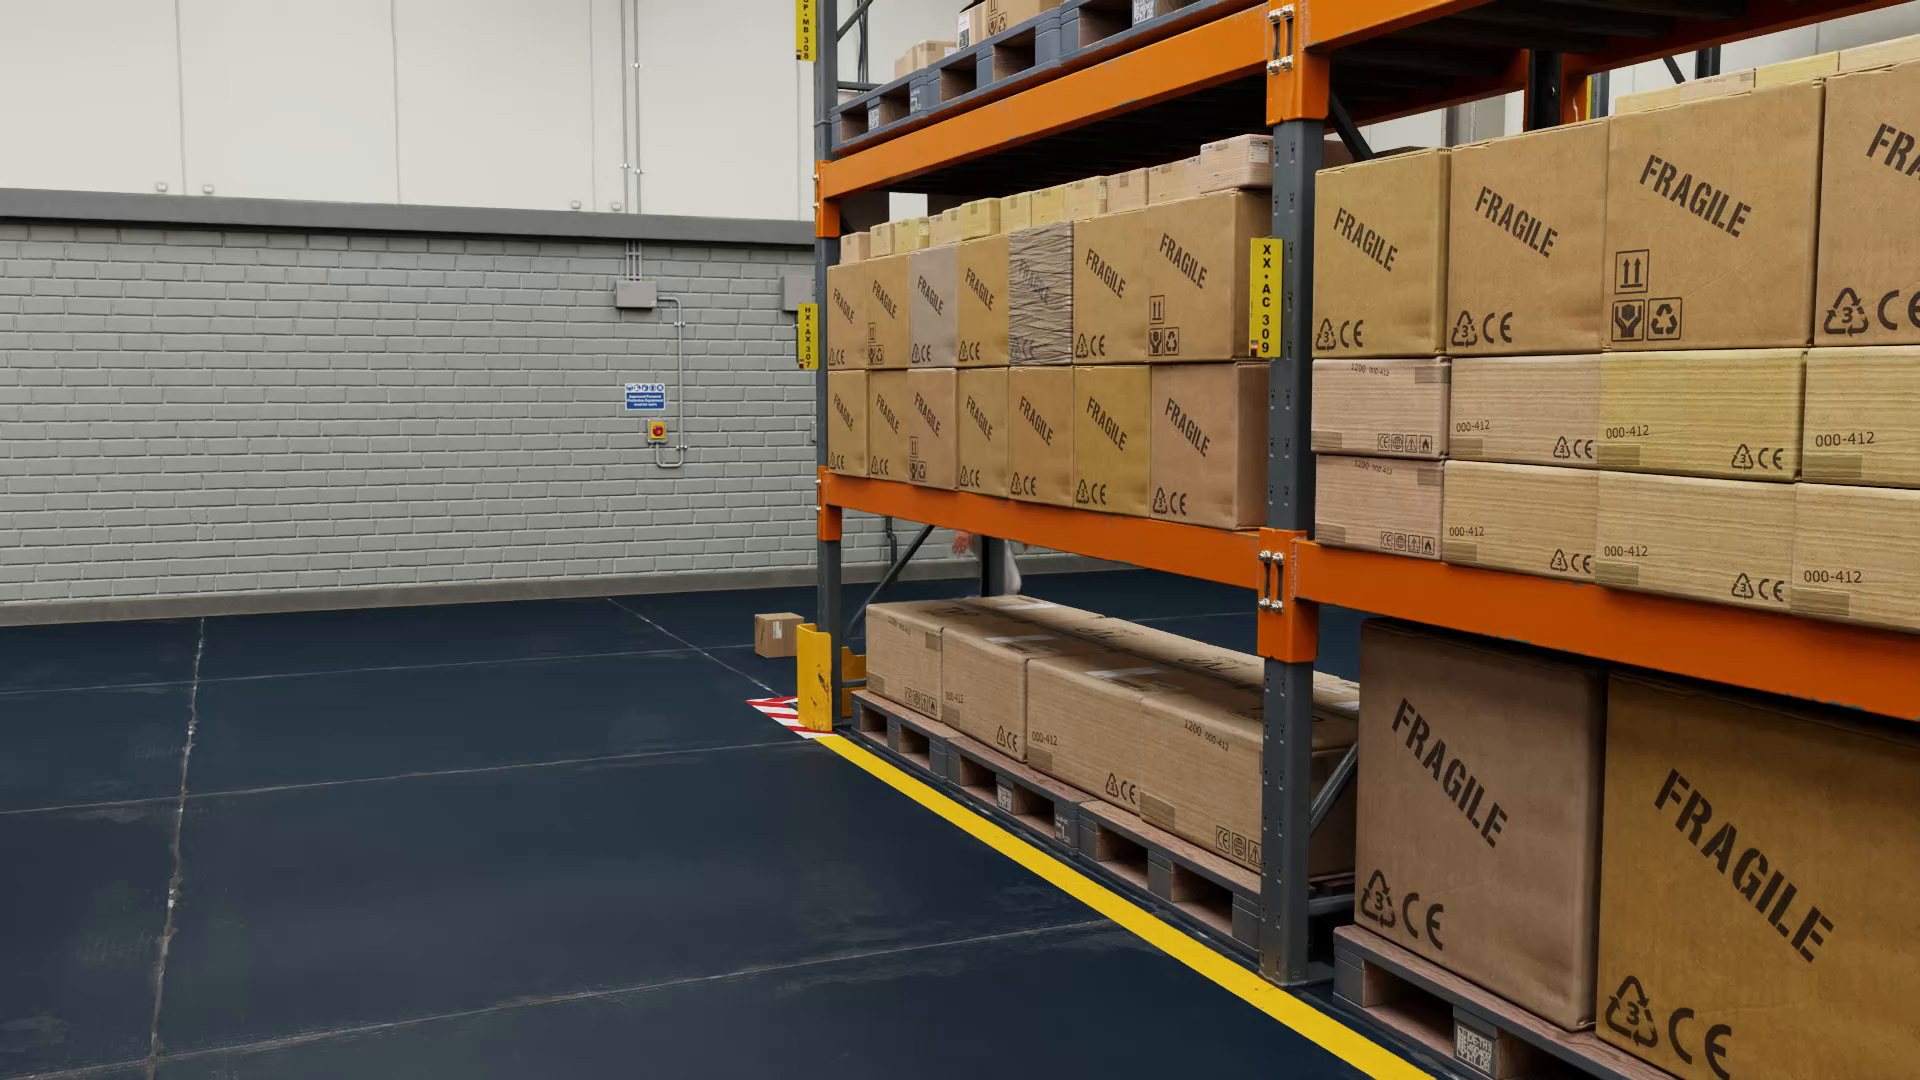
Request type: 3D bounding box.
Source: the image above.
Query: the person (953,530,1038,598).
[{"bbox_3d":[0.177,-0.097,9.919,0.518,1.758,0.599,2,6,20],"label":"person"}]
